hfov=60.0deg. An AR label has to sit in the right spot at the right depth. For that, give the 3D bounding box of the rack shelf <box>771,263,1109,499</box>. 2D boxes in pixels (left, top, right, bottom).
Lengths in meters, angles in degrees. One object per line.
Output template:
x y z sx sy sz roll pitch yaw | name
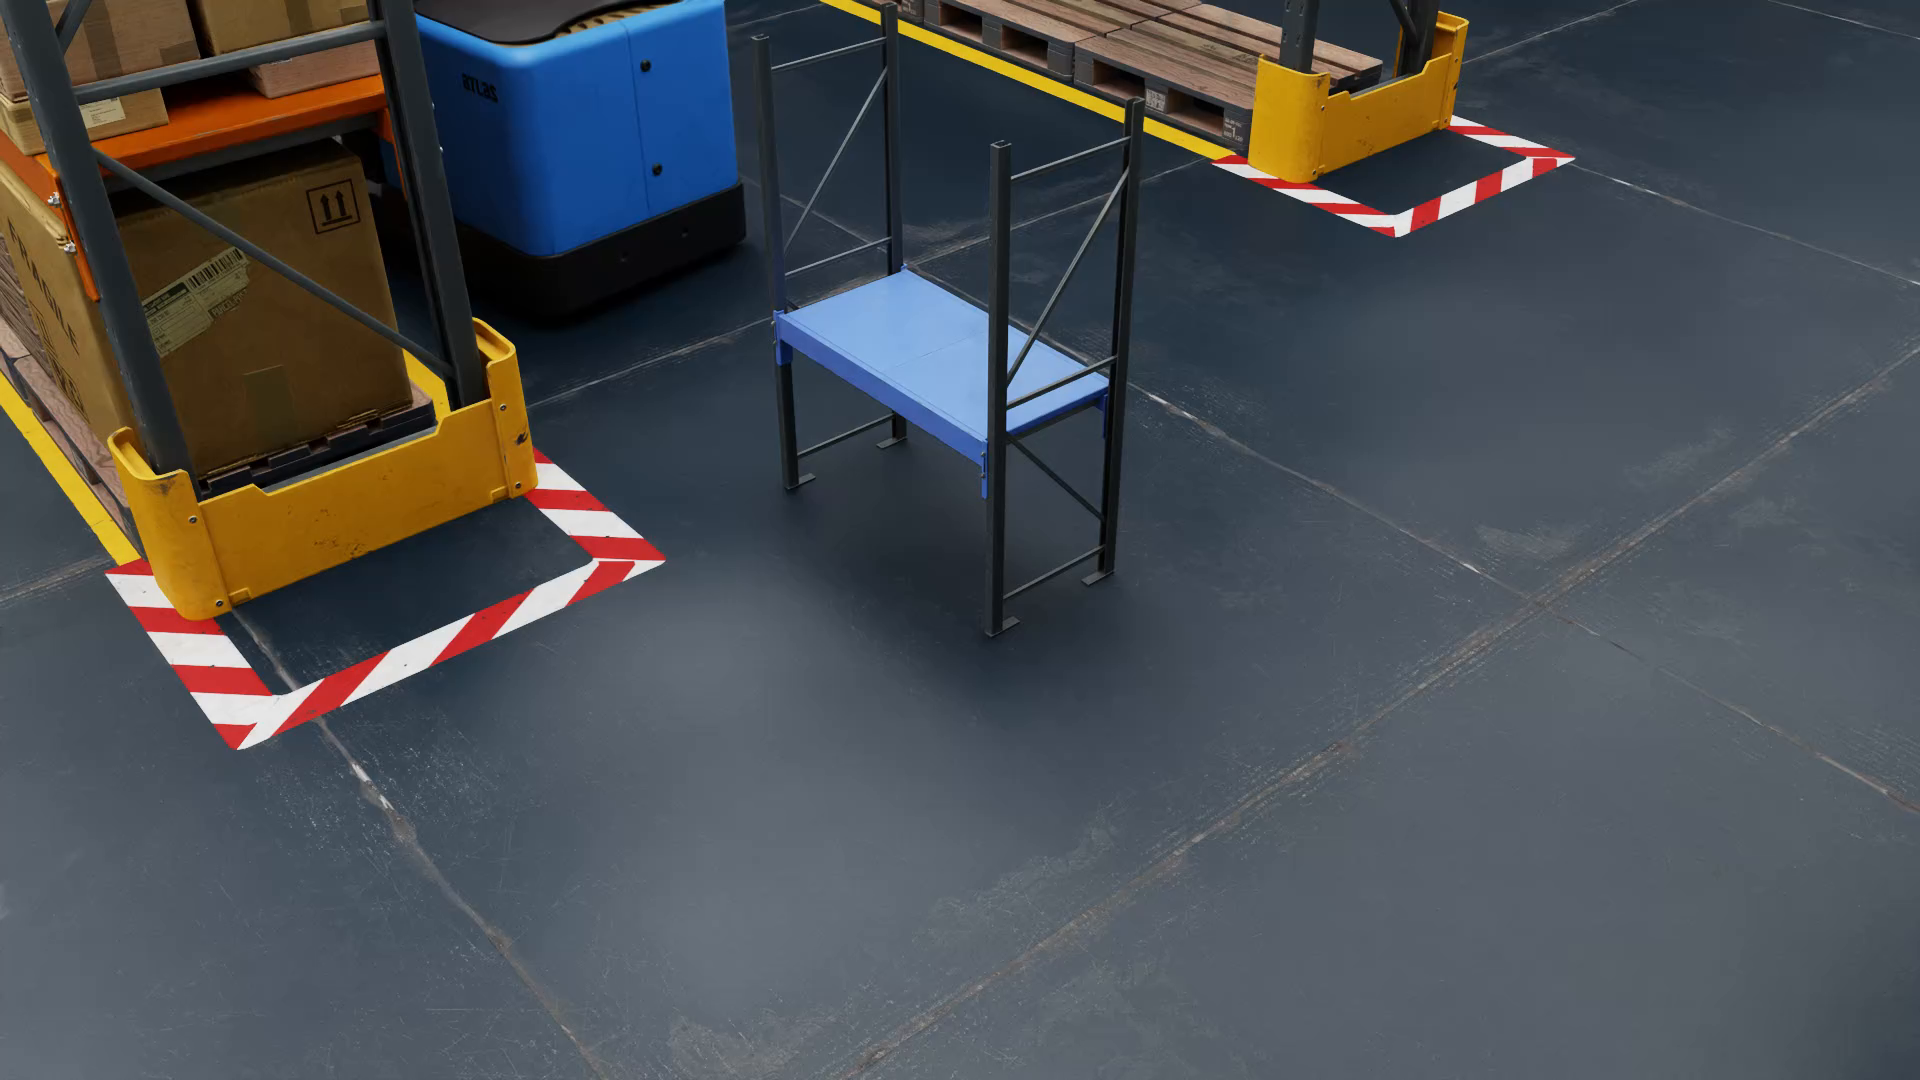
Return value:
-0.055 -0.503 4.974 0.538 0.185 1.000 -26 43 -32 | rack shelf

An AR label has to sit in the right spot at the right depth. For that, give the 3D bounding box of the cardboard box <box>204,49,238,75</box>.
-2.088 -1.563 5.079 0.380 0.149 0.250 -27 43 -32 | cardboard box

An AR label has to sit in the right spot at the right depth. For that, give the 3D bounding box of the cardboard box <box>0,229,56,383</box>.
-3.006 -1.232 5.869 0.875 0.875 0.875 -26 43 -32 | cardboard box

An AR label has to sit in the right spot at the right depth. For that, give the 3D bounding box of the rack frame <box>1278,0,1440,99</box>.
1.839 -3.120 7.060 1.000 3.000 0.127 -26 43 -32 | rack frame

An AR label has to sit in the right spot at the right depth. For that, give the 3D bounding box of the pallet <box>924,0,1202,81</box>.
0.554 -2.899 9.161 1.003 0.211 1.213 -26 43 -32 | pallet

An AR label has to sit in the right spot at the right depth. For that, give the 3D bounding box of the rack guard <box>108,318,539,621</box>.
-1.929 -0.242 5.160 1.175 0.500 0.348 -26 43 -32 | rack guard

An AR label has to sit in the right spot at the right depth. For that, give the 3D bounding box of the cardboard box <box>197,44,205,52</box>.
-2.253 -1.676 5.238 0.380 0.149 0.250 -27 43 -33 | cardboard box

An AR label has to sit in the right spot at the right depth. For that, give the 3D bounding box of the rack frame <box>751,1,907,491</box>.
-0.383 -0.874 5.187 0.500 1.500 0.032 -26 43 -32 | rack frame

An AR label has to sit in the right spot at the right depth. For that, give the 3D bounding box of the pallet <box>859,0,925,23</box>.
-0.238 -3.438 9.922 1.003 0.211 1.213 -26 43 -32 | pallet

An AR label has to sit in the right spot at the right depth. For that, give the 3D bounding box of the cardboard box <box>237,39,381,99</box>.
-1.921 -1.450 4.920 0.380 0.149 0.250 -25 43 -31 | cardboard box

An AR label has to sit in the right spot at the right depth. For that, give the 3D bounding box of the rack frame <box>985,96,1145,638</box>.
0.273 -0.425 4.553 0.500 1.500 0.032 -26 43 -32 | rack frame

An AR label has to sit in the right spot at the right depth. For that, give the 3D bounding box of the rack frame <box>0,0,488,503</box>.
-1.944 -1.273 4.452 1.000 3.000 0.127 -26 43 -32 | rack frame

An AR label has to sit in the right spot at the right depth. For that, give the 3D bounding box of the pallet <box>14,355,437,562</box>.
-2.520 -0.459 5.715 1.003 0.211 1.213 -26 43 -32 | pallet

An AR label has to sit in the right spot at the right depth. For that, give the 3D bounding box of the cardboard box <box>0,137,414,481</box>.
-2.418 -0.830 5.302 0.875 0.875 0.875 -26 43 -32 | cardboard box

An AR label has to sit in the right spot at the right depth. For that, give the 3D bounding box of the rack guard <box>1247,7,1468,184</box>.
1.865 -2.094 7.775 1.175 0.500 0.348 -26 43 -32 | rack guard

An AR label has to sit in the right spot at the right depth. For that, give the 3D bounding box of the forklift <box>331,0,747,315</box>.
-2.310 -2.783 6.643 3.031 2.935 1.130 28 44 34 | forklift

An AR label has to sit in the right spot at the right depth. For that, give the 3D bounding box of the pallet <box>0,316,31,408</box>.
-3.303 -0.997 6.475 1.003 0.211 1.213 -26 43 -32 | pallet

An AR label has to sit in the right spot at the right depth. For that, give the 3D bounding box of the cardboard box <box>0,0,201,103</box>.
-2.460 -1.448 4.572 0.500 0.250 0.500 -27 43 -32 | cardboard box

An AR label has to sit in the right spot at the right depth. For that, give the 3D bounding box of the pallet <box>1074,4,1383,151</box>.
1.337 -2.361 8.401 1.003 0.211 1.213 -26 43 -32 | pallet

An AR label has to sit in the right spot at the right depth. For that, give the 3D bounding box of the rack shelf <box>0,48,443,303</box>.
-3.235 -1.862 5.907 1.077 0.370 4.000 -26 43 -32 | rack shelf

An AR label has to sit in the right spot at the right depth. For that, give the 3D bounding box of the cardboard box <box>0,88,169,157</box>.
-2.426 -1.205 4.573 0.380 0.149 0.250 -25 42 -31 | cardboard box

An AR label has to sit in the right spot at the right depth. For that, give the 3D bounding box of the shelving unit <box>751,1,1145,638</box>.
-0.055 -0.650 4.870 0.538 1.500 1.048 -26 43 -32 | shelving unit

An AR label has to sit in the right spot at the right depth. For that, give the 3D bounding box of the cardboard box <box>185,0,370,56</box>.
-2.048 -1.646 4.851 0.500 0.250 0.500 -27 43 -33 | cardboard box
